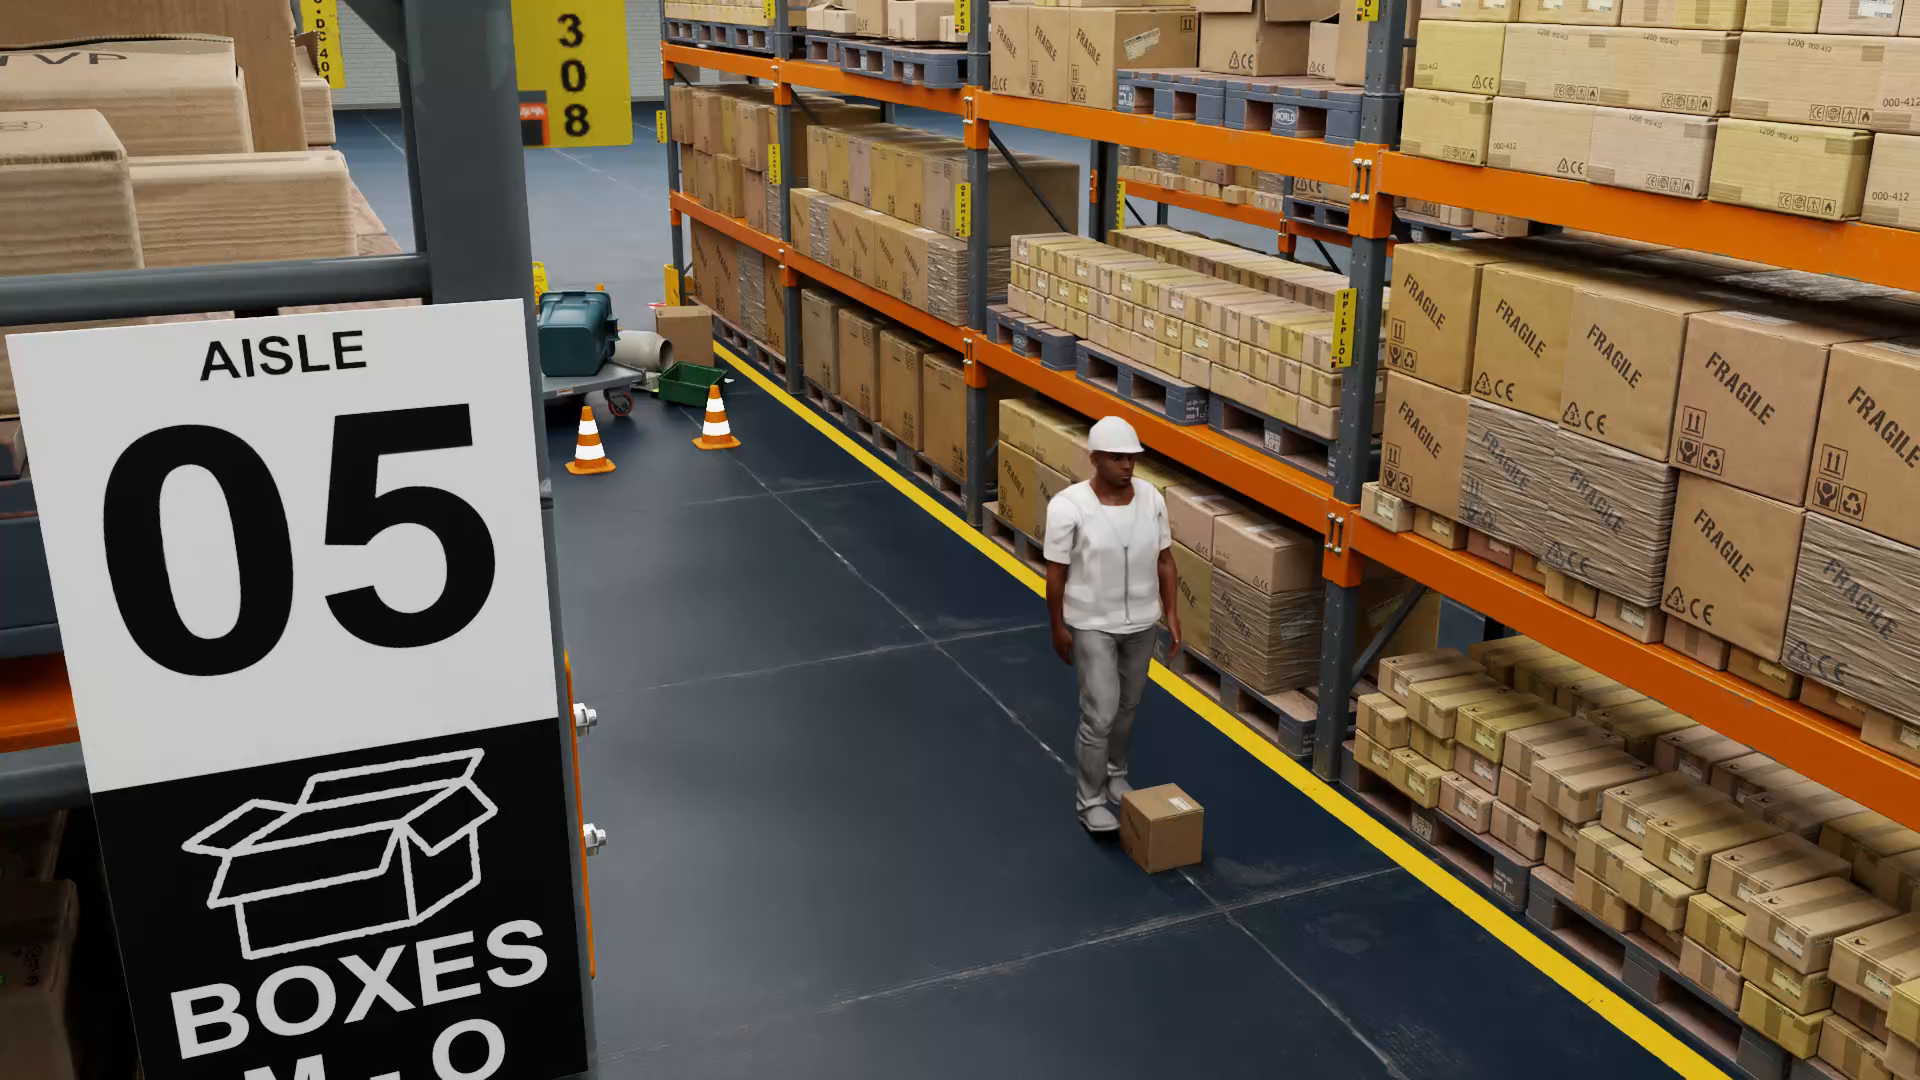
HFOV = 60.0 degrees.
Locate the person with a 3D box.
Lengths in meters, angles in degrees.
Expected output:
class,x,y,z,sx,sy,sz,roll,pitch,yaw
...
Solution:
class,x,y,z,sx,sy,sz,roll,pitch,yaw
person,0.665,0.361,6.993,0.571,1.765,0.578,-7,20,-21
